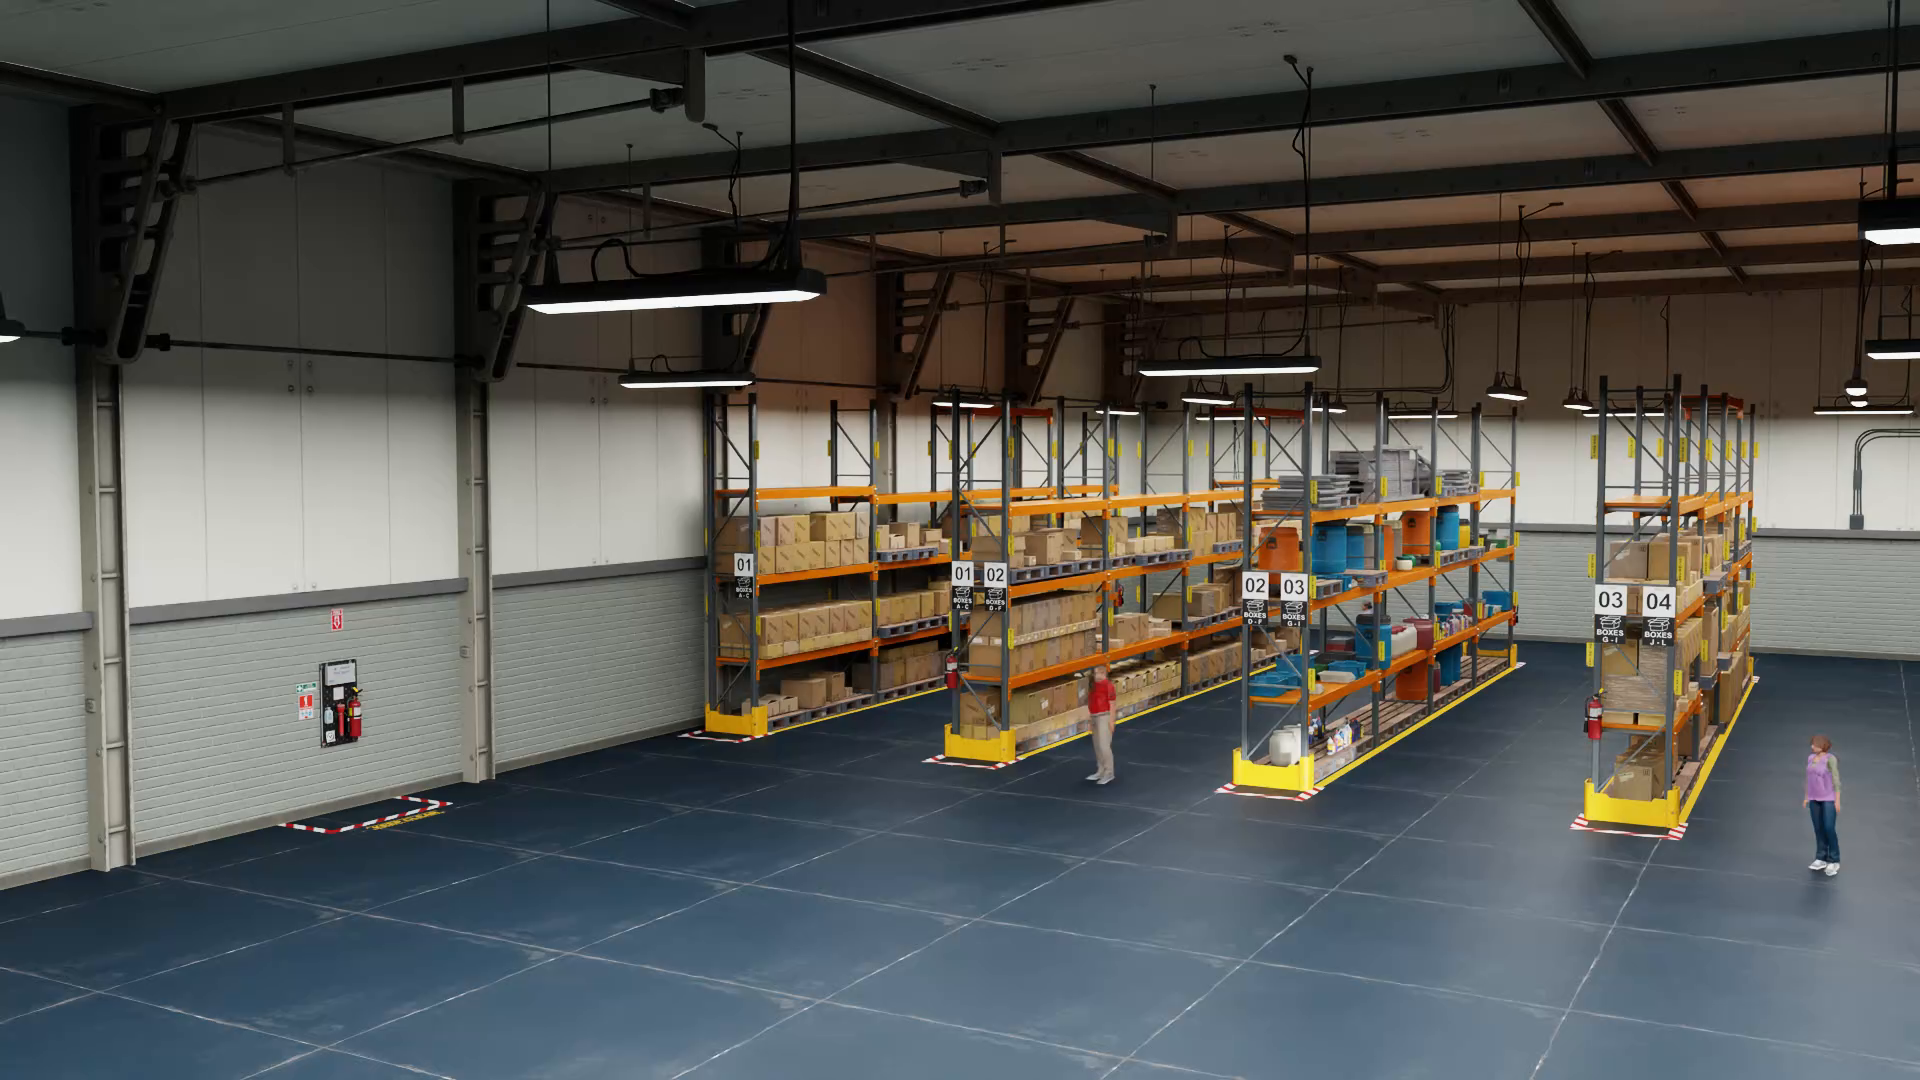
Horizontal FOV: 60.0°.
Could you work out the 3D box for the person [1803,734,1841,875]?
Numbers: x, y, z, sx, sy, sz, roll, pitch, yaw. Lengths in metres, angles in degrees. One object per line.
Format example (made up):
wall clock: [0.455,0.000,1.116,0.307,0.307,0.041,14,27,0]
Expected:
person: [10.293,3.135,19.829,0.332,1.626,0.506,-1,3,-18]

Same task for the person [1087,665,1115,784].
person: [2.129,2.794,25.219,0.385,1.774,0.604,-1,3,-23]

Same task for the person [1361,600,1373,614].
person: [9.045,2.171,37.062,0.387,1.660,0.486,2,4,38]
